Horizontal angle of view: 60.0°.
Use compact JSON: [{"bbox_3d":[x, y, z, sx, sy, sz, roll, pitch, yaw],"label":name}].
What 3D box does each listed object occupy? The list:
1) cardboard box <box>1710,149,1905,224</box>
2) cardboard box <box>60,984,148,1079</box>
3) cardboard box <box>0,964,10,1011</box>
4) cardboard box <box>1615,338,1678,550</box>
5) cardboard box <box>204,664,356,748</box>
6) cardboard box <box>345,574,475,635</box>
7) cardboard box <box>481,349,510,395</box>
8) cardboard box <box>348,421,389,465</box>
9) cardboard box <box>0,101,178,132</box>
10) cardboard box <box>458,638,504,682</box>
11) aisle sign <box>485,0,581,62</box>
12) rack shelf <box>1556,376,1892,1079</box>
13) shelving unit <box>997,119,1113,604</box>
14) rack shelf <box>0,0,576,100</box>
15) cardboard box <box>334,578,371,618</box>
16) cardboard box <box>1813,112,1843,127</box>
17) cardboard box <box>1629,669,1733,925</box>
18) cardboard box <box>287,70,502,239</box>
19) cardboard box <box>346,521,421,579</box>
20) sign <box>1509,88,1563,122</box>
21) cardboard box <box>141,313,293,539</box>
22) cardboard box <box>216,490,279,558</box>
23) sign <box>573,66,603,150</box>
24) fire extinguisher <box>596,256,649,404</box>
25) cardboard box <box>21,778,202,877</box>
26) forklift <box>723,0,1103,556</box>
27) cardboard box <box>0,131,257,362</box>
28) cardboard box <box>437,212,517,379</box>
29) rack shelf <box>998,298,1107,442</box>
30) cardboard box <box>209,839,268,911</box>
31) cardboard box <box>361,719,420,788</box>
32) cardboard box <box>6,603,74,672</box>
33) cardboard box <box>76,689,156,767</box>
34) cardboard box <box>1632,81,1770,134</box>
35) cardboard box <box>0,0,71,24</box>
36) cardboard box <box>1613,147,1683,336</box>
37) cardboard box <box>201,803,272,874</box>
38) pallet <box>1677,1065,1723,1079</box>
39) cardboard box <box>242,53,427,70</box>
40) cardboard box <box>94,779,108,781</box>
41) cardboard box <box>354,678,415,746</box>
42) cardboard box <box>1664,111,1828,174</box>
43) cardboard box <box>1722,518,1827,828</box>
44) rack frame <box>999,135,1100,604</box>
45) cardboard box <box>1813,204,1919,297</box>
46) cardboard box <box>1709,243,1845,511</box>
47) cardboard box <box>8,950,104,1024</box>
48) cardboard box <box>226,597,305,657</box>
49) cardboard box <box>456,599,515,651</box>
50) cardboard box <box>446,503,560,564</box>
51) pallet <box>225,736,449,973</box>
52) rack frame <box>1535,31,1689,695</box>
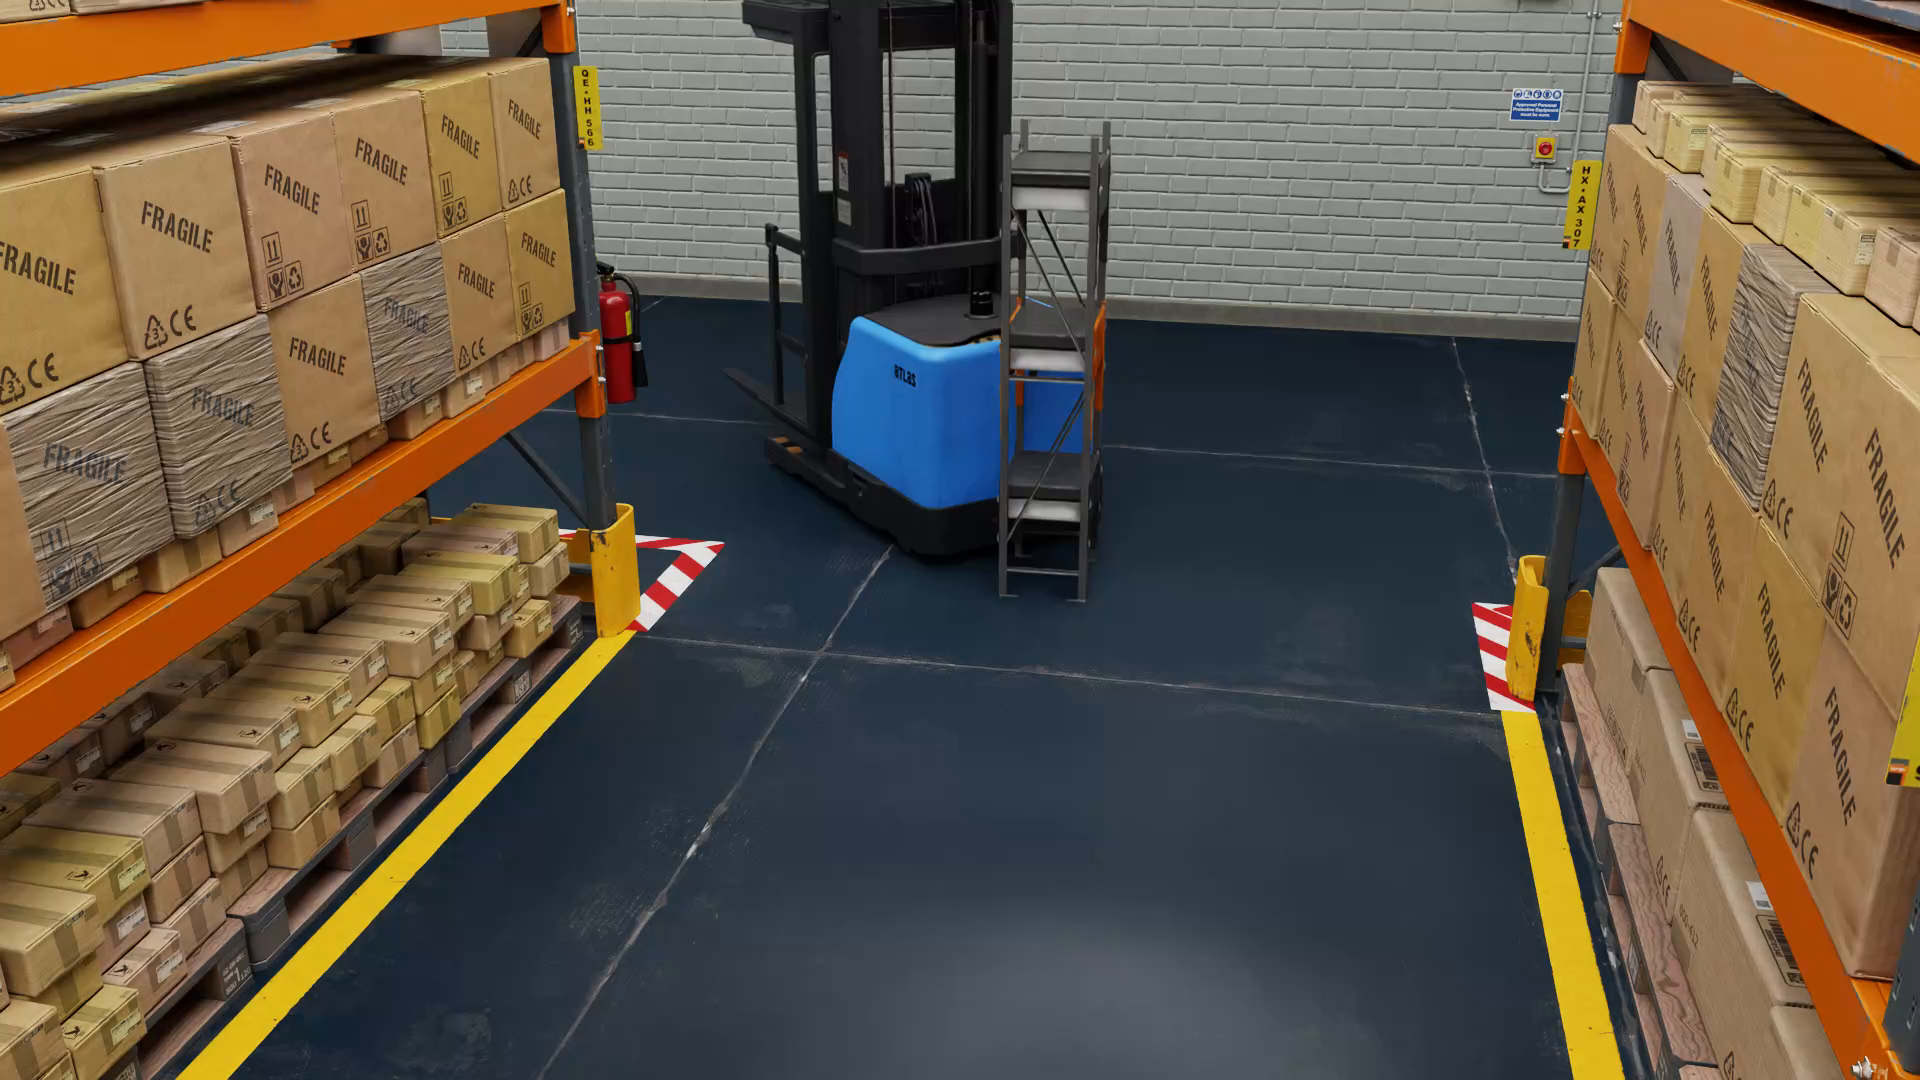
[{"bbox_3d":[2.138,-0.892,4.212,0.380,0.149,0.250,4,22,10],"label":"cardboard box"},{"bbox_3d":[-2.400,1.291,4.387,0.380,0.149,0.250,5,22,13],"label":"cardboard box"},{"bbox_3d":[-2.570,1.111,4.038,0.380,0.149,0.250,5,23,13],"label":"cardboard box"},{"bbox_3d":[2.263,-0.274,4.885,0.500,0.500,0.500,4,22,11],"label":"cardboard box"},{"bbox_3d":[-2.226,0.541,5.452,0.380,0.149,0.250,5,22,11],"label":"cardboard box"},{"bbox_3d":[-2.038,0.253,6.168,0.380,0.149,0.250,4,22,9],"label":"cardboard box"},{"bbox_3d":[-1.941,-0.655,6.302,0.380,0.149,0.250,4,22,10],"label":"cardboard box"},{"bbox_3d":[-2.166,-0.372,5.598,0.380,0.149,0.250,4,22,9],"label":"cardboard box"},{"bbox_3d":[-2.704,-1.038,5.044,0.500,0.500,0.500,4,22,9],"label":"cardboard box"},{"bbox_3d":[-2.022,0.434,6.514,0.380,0.149,0.250,4,22,11],"label":"cardboard box"},{"bbox_3d":[-1.718,-2.303,6.578,0.394,0.787,0.004,4,22,11],"label":"aisle sign"},{"bbox_3d":[2.431,0.312,4.527,1.077,0.370,4.000,4,22,11],"label":"rack shelf"},{"bbox_3d":[0.422,-0.787,7.497,0.431,2.100,0.503,4,22,9],"label":"shelving unit"},{"bbox_3d":[-2.435,-1.420,4.812,1.077,0.370,4.000,4,22,11],"label":"rack shelf"},{"bbox_3d":[-2.460,0.260,6.548,0.380,0.149,0.250,5,22,12],"label":"cardboard box"},{"bbox_3d":[2.934,-1.323,5.283,0.380,0.149,0.250,5,22,12],"label":"cardboard box"},{"bbox_3d":[2.624,0.825,5.158,0.875,0.438,0.875,5,22,12],"label":"cardboard box"},{"bbox_3d":[-1.980,-1.370,5.870,0.500,0.500,0.500,4,22,9],"label":"cardboard box"},{"bbox_3d":[-2.405,0.034,6.712,0.380,0.149,0.250,5,22,12],"label":"cardboard box"},{"bbox_3d":[3.933,-2.969,11.348,0.327,0.218,0.001,4,22,11],"label":"sign"},{"bbox_3d":[-2.263,-0.340,4.651,0.500,0.500,0.500,4,22,10],"label":"cardboard box"},{"bbox_3d":[-2.244,-0.078,4.869,0.380,0.149,0.250,5,23,13],"label":"cardboard box"},{"bbox_3d":[-1.488,-1.728,6.655,0.100,0.325,0.005,4,22,11],"label":"sign"},{"bbox_3d":[-1.524,-0.942,7.279,0.296,0.674,0.183,4,22,11],"label":"fire extinguisher"},{"bbox_3d":[-2.422,0.821,4.757,0.380,0.149,0.250,4,22,10],"label":"cardboard box"},{"bbox_3d":[-0.447,-1.790,8.874,1.130,2.935,3.031,-12,25,-27],"label":"forklift"},{"bbox_3d":[-2.289,-0.798,4.449,0.500,0.500,0.500,5,22,12],"label":"cardboard box"},{"bbox_3d":[-1.977,-0.906,6.056,0.500,0.500,0.500,4,22,10],"label":"cardboard box"},{"bbox_3d":[0.422,-0.774,7.502,0.431,0.518,0.480,4,22,9],"label":"rack shelf"},{"bbox_3d":[-2.377,0.998,5.114,0.380,0.149,0.250,4,22,9],"label":"cardboard box"},{"bbox_3d":[-2.126,0.722,5.800,0.380,0.149,0.250,5,22,12],"label":"cardboard box"},{"bbox_3d":[-2.482,0.205,4.164,0.380,0.149,0.250,3,22,9],"label":"cardboard box"},{"bbox_3d":[-2.831,0.588,5.335,0.380,0.149,0.250,4,22,9],"label":"cardboard box"},{"bbox_3d":[2.496,-1.456,5.612,0.380,0.149,0.250,5,22,12],"label":"cardboard box"},{"bbox_3d":[-2.397,-1.286,3.716,0.500,0.250,0.500,4,22,10],"label":"cardboard box"},{"bbox_3d":[2.364,-0.920,5.151,0.500,0.500,0.500,4,22,9],"label":"cardboard box"},{"bbox_3d":[-2.341,0.862,5.053,0.380,0.149,0.250,6,23,13],"label":"cardboard box"},{"bbox_3d":[2.255,1.731,3.773,1.003,0.211,1.213,4,22,11],"label":"pallet"},{"bbox_3d":[-2.378,-1.598,6.435,0.500,0.500,0.500,4,22,11],"label":"cardboard box"},{"bbox_3d":[-2.830,0.841,5.105,0.380,0.149,0.250,5,22,12],"label":"cardboard box"},{"bbox_3d":[-2.123,0.584,5.745,0.380,0.149,0.250,6,23,14],"label":"cardboard box"},{"bbox_3d":[2.311,-1.170,4.904,0.380,0.149,0.250,4,22,9],"label":"cardboard box"},{"bbox_3d":[1.967,0.286,3.495,0.500,0.500,0.500,4,22,10],"label":"cardboard box"},{"bbox_3d":[0.378,-0.697,7.274,0.400,2.100,0.015,4,22,9],"label":"rack frame"},{"bbox_3d":[2.045,-0.605,3.500,0.380,0.149,0.250,4,22,11],"label":"cardboard box"},{"bbox_3d":[2.055,-0.366,3.775,0.500,0.500,0.500,5,22,12],"label":"cardboard box"},{"bbox_3d":[-2.492,1.151,4.335,0.380,0.149,0.250,5,22,11],"label":"cardboard box"},{"bbox_3d":[-2.617,0.314,6.017,0.380,0.149,0.250,5,23,13],"label":"cardboard box"},{"bbox_3d":[-1.960,0.301,6.447,0.380,0.149,0.250,4,22,9],"label":"cardboard box"},{"bbox_3d":[-1.887,-0.029,6.868,0.380,0.149,0.250,5,22,12],"label":"cardboard box"},{"bbox_3d":[-2.494,0.967,5.670,1.003,0.211,1.213,4,22,11],"label":"pallet"},{"bbox_3d":[2.840,-0.753,6.209,1.000,3.000,0.127,4,22,11],"label":"rack frame"}]
